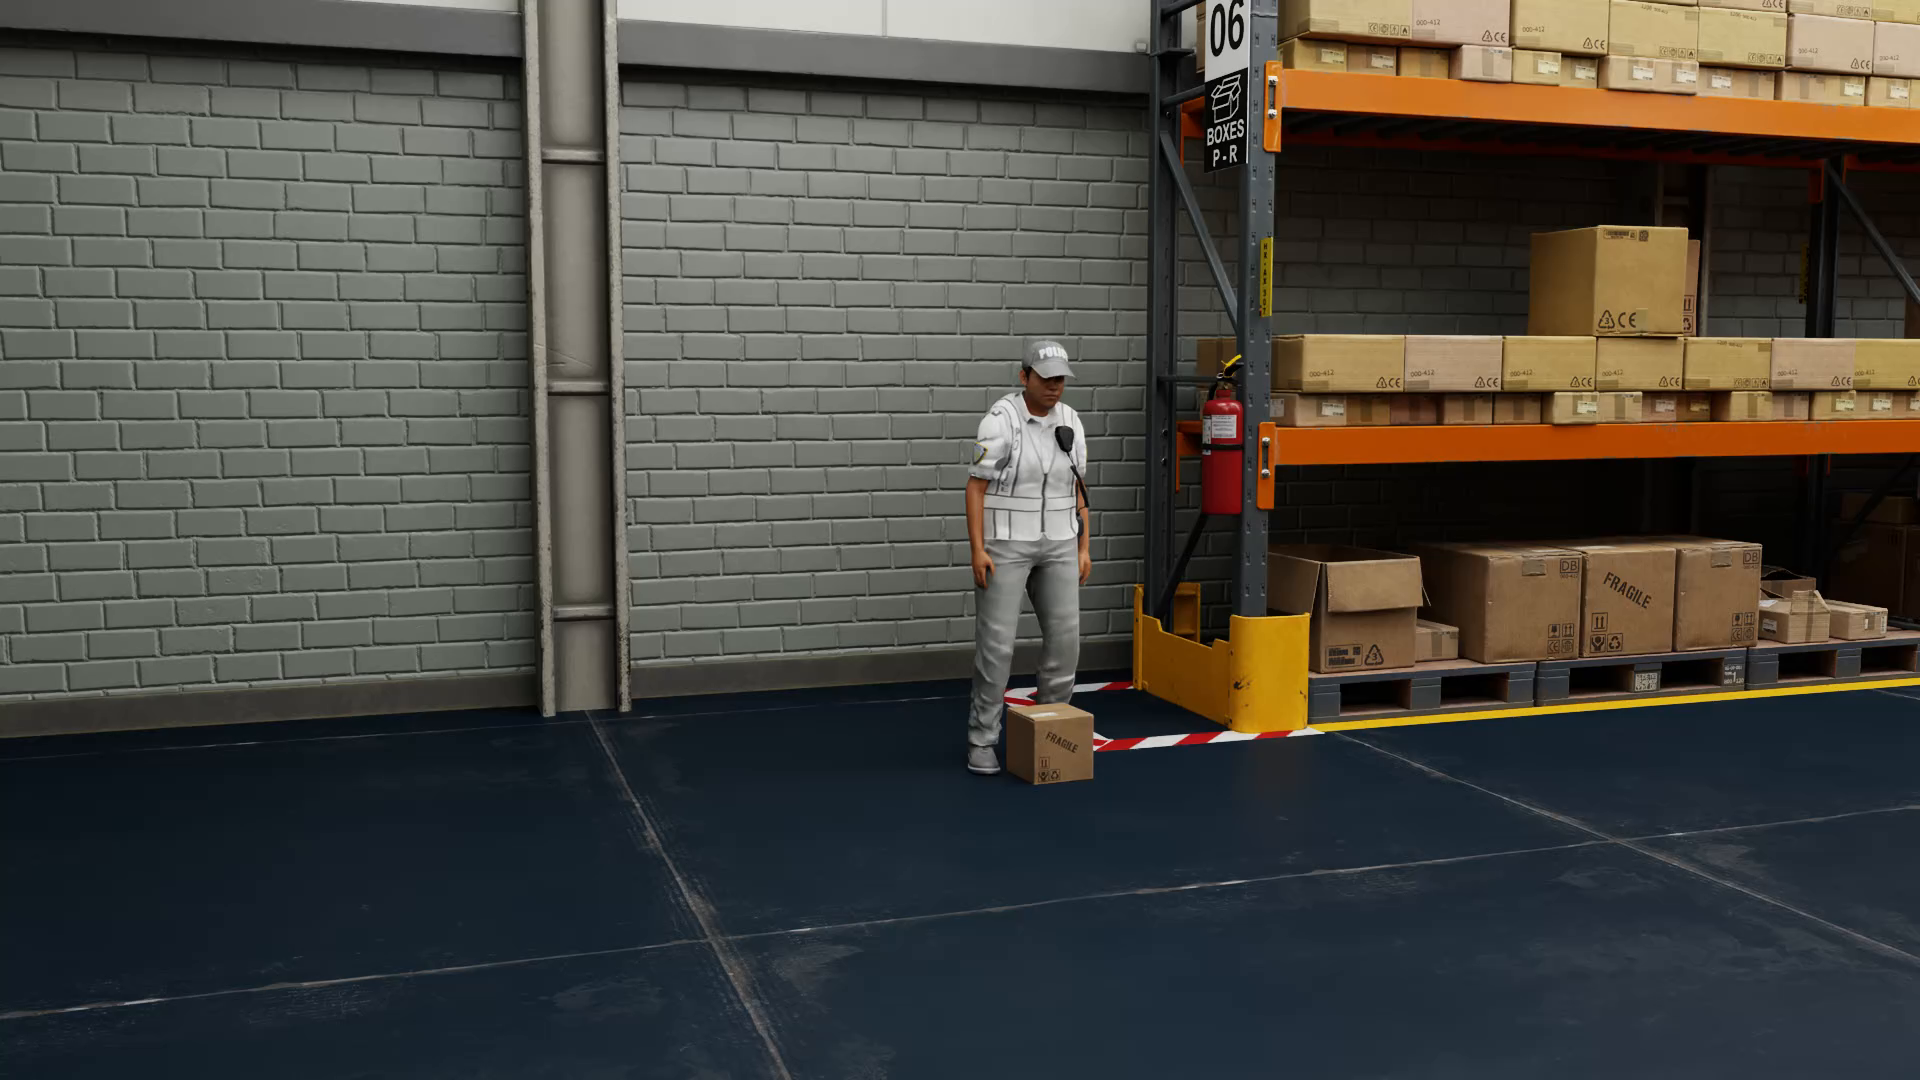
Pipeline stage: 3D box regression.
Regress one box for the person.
[{"bbox_3d":[0.269,0.055,6.510,0.558,1.665,0.468,-2,6,-22],"label":"person"}]
